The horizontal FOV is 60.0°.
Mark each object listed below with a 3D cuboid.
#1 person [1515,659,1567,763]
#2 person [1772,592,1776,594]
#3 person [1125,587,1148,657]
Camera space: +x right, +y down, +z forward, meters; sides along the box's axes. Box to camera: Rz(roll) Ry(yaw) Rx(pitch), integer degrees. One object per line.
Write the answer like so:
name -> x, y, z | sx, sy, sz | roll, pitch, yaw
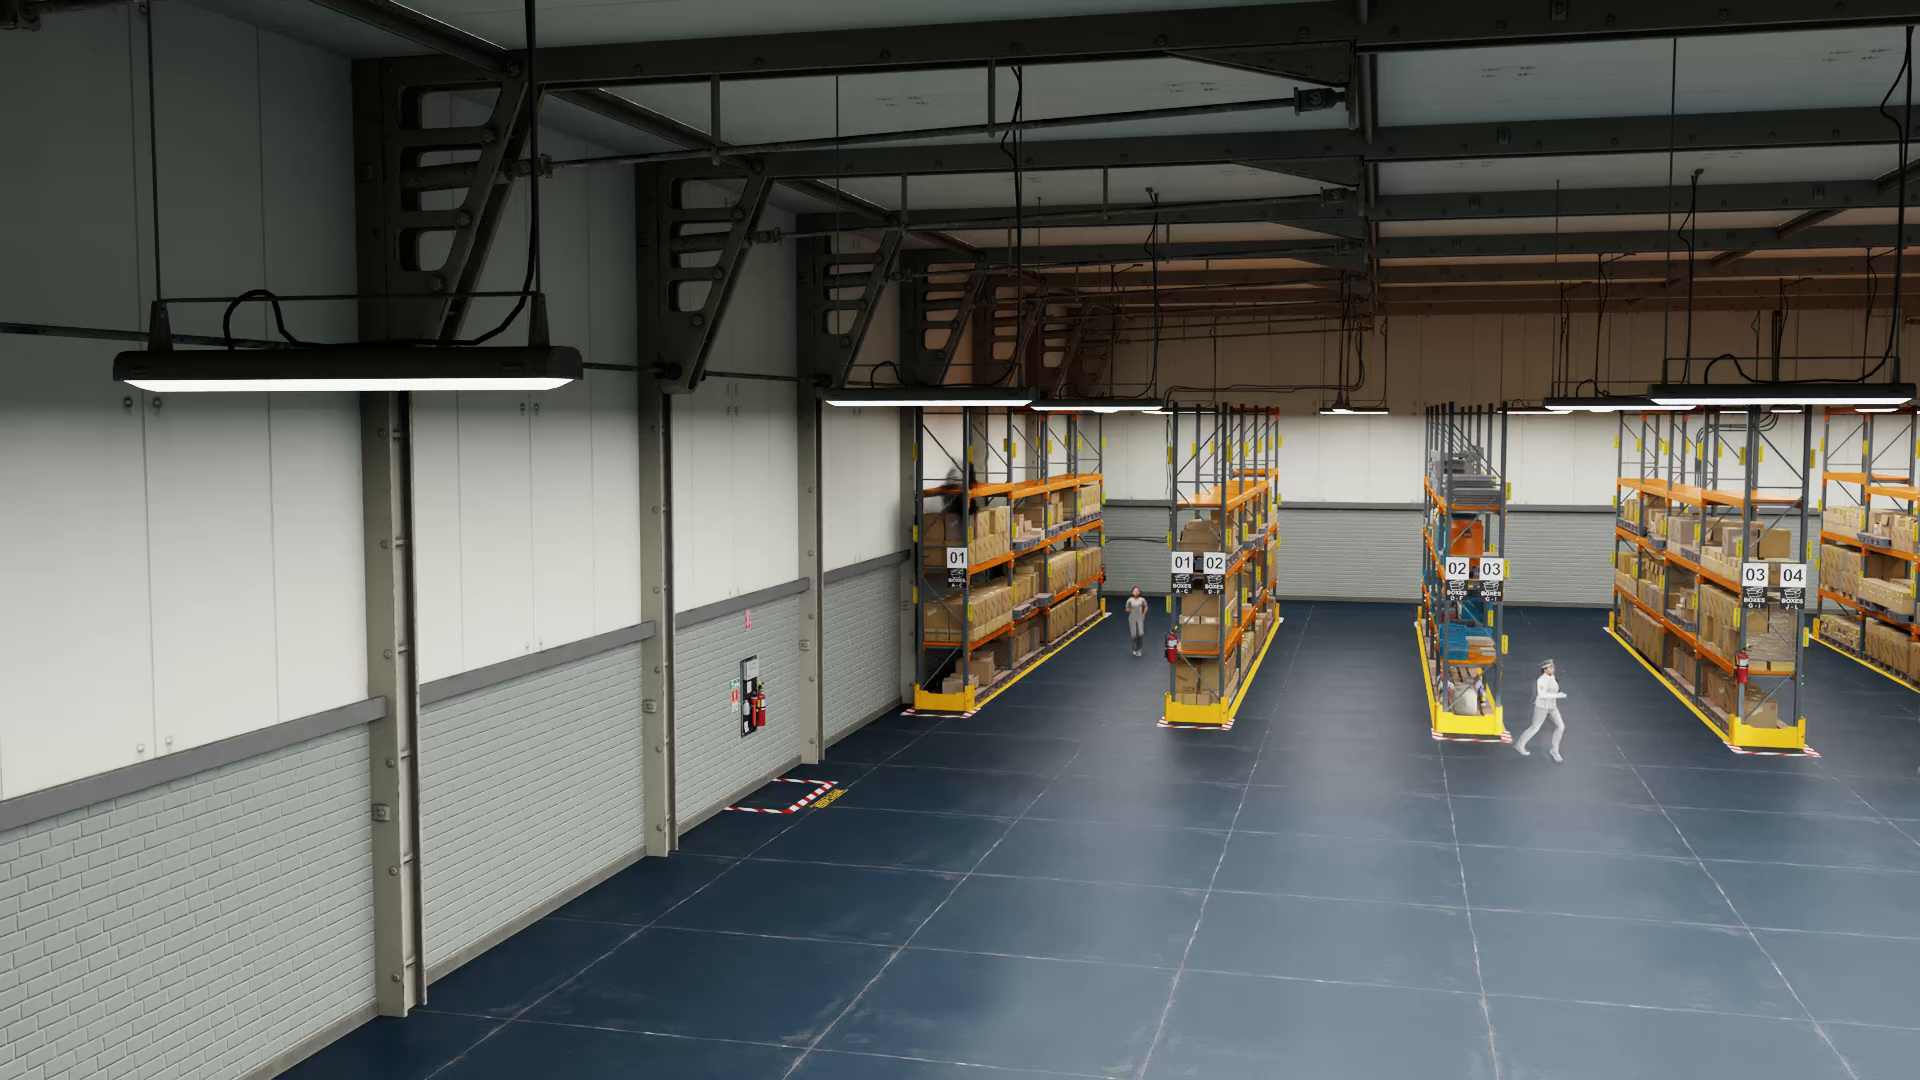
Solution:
person -> 9.763, 2.773, 27.766 | 0.621, 1.624, 0.840 | -3, 5, -39
person -> 21.274, 1.644, 43.873 | 0.684, 1.712, 0.810 | -3, 5, -36
person -> 4.228, 1.957, 39.792 | 0.546, 1.678, 0.641 | 0, 4, 4
